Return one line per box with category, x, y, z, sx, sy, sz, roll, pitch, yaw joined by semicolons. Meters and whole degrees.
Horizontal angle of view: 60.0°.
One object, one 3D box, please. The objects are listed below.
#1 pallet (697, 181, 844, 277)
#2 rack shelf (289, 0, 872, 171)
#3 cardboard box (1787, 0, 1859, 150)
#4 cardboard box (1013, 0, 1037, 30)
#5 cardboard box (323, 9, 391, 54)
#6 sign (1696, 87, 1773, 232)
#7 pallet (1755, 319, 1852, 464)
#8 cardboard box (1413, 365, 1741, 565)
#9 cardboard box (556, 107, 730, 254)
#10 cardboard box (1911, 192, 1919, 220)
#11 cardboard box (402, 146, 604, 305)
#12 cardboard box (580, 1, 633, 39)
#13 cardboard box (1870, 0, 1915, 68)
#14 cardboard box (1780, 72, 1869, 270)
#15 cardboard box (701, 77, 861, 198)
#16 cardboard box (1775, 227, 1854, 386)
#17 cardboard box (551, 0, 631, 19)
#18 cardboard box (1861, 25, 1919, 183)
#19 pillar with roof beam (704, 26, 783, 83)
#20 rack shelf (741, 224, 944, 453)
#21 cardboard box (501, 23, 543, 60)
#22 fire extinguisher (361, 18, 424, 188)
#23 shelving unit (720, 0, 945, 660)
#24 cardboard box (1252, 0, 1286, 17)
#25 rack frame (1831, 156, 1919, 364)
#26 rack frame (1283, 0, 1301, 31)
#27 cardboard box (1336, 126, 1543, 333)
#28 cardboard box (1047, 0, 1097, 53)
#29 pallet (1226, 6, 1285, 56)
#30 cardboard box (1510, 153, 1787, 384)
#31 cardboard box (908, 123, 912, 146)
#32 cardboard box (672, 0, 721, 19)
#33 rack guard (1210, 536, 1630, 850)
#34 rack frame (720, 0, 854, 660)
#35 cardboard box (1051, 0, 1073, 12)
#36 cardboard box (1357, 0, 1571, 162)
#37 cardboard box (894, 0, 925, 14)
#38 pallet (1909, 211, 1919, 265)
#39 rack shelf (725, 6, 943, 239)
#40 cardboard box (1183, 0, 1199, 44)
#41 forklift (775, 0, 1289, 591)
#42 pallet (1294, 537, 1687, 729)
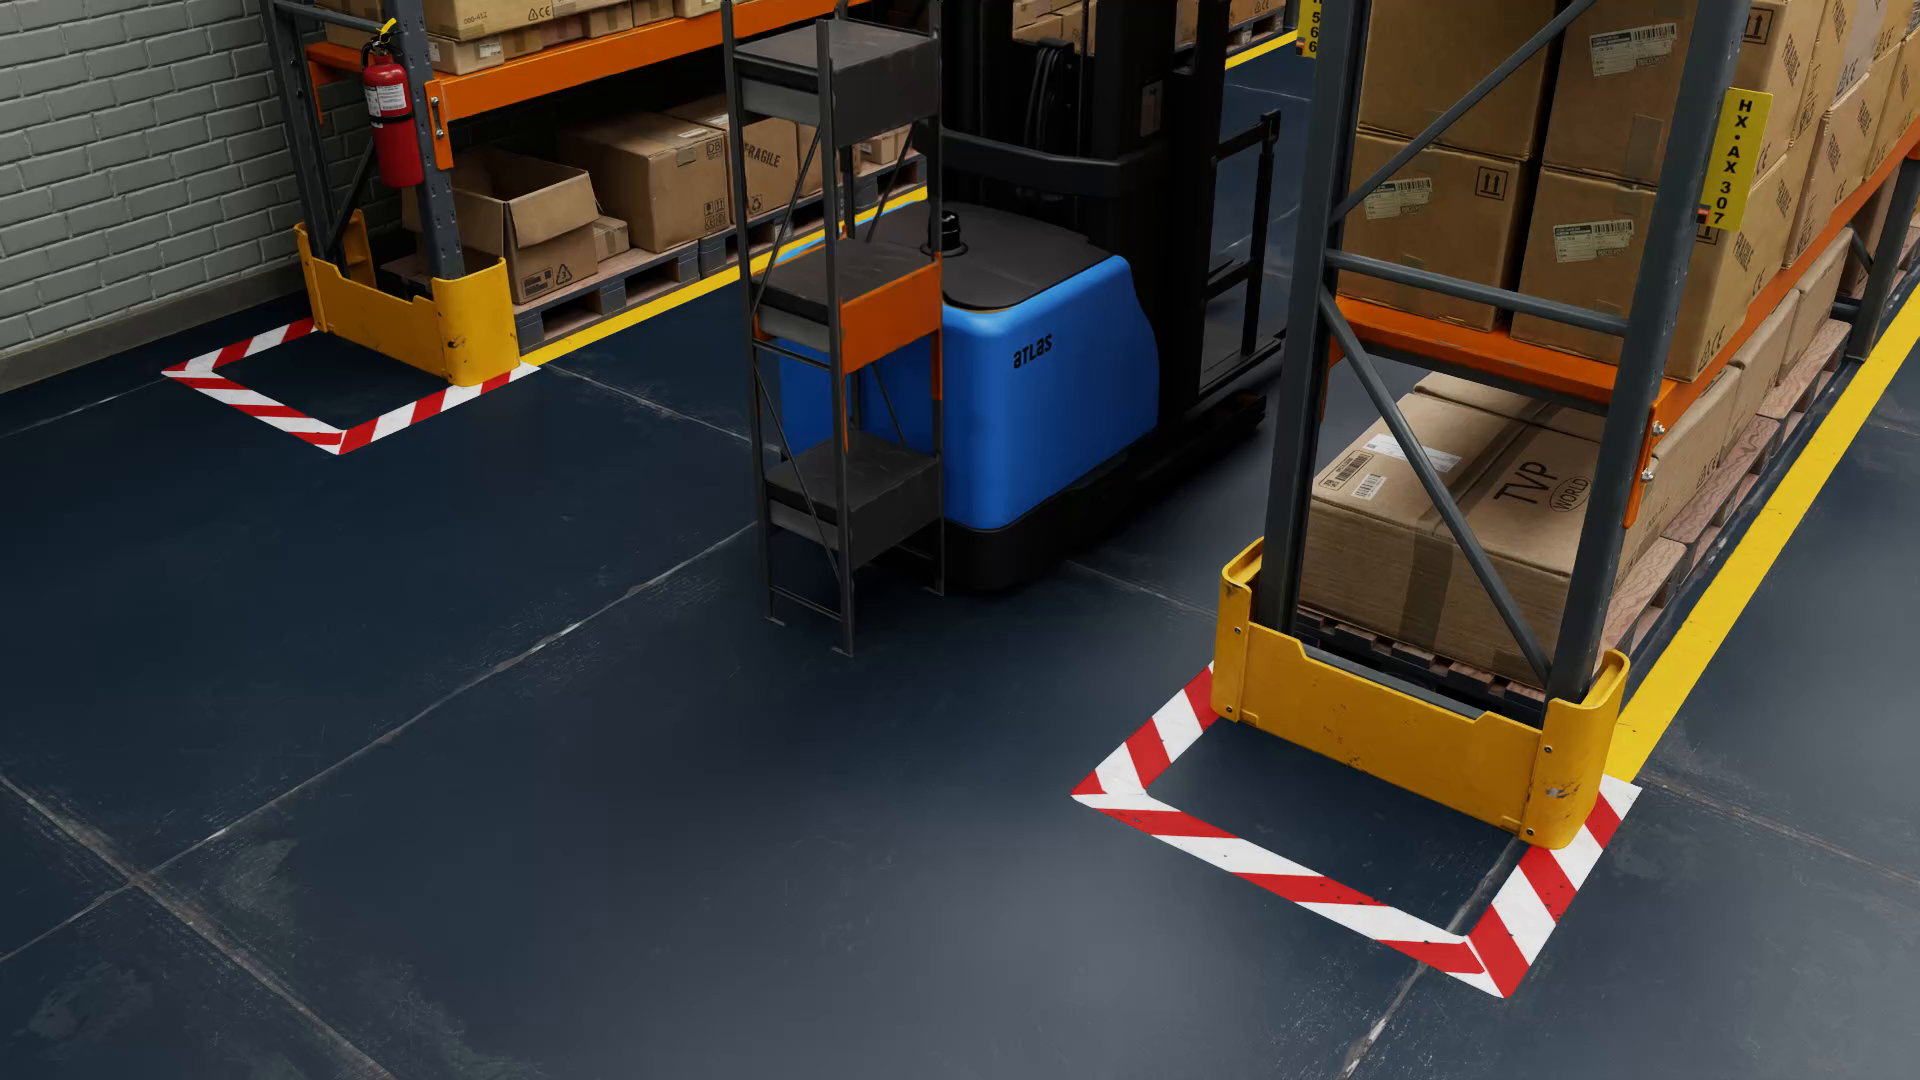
pallet;-1.335;-1.825;9.123;1.003;0.211;1.213;21;37;31
rack shelf;-1.391;-2.679;8.534;1.077;0.370;4.000;21;37;31
cardboard box;2.185;-1.442;4.663;0.500;0.500;0.500;20;36;30
cardboard box;0.245;-3.250;10.195;0.380;0.149;0.250;23;38;33
cardboard box;-2.612;-2.285;7.410;0.380;0.149;0.250;21;36;31
sign;1.800;-0.883;3.871;0.100;0.325;0.005;21;37;31
pallet;3.255;-0.791;7.378;1.003;0.211;1.213;21;37;31
cardboard box;2.226;-0.402;6.087;0.875;0.438;0.875;22;37;33
cardboard box;-1.606;-1.836;8.446;0.700;0.500;0.500;23;38;33
cardboard box;4.626;-2.188;8.673;0.875;0.875;0.875;22;37;33
cardboard box;-2.153;-1.502;7.879;0.797;0.503;0.637;20;36;29
cardboard box;-1.732;-2.436;7.665;0.380;0.149;0.250;22;37;33
cardboard box;2.790;-1.857;5.363;0.500;0.500;0.500;21;37;31
cardboard box;2.485;-1.215;5.260;0.500;0.500;0.500;21;37;31
cardboard box;-0.980;-2.258;9.158;0.700;0.500;0.500;20;36;30
cardboard box;3.312;-1.132;7.319;0.875;0.438;0.875;21;36;31
cardboard box;-1.805;-2.546;7.459;0.500;0.250;0.500;22;37;32
cardboard box;3.102;-1.632;5.963;0.500;0.500;0.500;21;36;31
pillar with roof beam;2.110;-5.052;5.948;9.100;9.000;0.400;21;37;31
rack shelf;-0.368;-0.653;5.319;0.431;0.518;0.480;22;37;32
cardboard box;-2.064;-2.235;7.325;0.380;0.149;0.250;22;37;32
fire extinguisher;-2.318;-1.780;6.753;0.296;0.674;0.183;21;37;31
shelving unit;-0.368;-0.664;5.312;0.431;2.100;0.503;22;37;32
cardboard box;2.147;-4.295;12.595;0.500;0.500;0.500;22;37;33
rack frame;3.776;-2.276;7.148;1.000;3.000;0.127;21;37;31
rack frame;2.231;-5.428;12.466;1.000;3.000;0.127;21;37;31
cardboard box;1.442;-0.970;4.847;0.500;0.500;0.500;21;37;32
cardboard box;0.602;-3.254;10.838;0.500;0.500;0.500;21;36;31
pallet;1.750;-3.936;12.685;1.003;0.211;1.213;21;37;31
cardboard box;1.880;-0.799;4.559;0.500;0.500;0.500;21;36;31
cardboard box;-0.286;-2.439;9.808;0.380;0.149;0.250;20;36;30
cardboard box;-1.363;-2.625;7.984;0.380;0.149;0.250;20;36;30
rack guard;1.347;0.435;5.025;1.175;0.500;0.348;21;37;31
rack frame;-0.519;-0.567;5.147;0.400;2.100;0.015;22;37;32
cardboard box;0.497;-3.494;10.607;0.380;0.149;0.250;19;36;29
cardboard box;1.463;-1.392;4.578;0.500;0.500;0.500;22;37;33
cardboard box;-0.191;-3.424;10.490;0.380;0.149;0.250;20;36;29
pallet;4.918;-1.911;9.267;1.003;0.211;1.213;21;37;31
rack shelf;-0.368;-1.255;4.962;0.431;0.518;0.480;22;37;32
cardboard box;1.523;-3.881;11.897;0.500;0.500;0.500;23;38;33
forklift;0.634;-1.771;6.363;1.130;2.935;3.031;22;37;32
pallet;1.782;0.201;5.704;1.003;0.211;1.213;21;37;31
